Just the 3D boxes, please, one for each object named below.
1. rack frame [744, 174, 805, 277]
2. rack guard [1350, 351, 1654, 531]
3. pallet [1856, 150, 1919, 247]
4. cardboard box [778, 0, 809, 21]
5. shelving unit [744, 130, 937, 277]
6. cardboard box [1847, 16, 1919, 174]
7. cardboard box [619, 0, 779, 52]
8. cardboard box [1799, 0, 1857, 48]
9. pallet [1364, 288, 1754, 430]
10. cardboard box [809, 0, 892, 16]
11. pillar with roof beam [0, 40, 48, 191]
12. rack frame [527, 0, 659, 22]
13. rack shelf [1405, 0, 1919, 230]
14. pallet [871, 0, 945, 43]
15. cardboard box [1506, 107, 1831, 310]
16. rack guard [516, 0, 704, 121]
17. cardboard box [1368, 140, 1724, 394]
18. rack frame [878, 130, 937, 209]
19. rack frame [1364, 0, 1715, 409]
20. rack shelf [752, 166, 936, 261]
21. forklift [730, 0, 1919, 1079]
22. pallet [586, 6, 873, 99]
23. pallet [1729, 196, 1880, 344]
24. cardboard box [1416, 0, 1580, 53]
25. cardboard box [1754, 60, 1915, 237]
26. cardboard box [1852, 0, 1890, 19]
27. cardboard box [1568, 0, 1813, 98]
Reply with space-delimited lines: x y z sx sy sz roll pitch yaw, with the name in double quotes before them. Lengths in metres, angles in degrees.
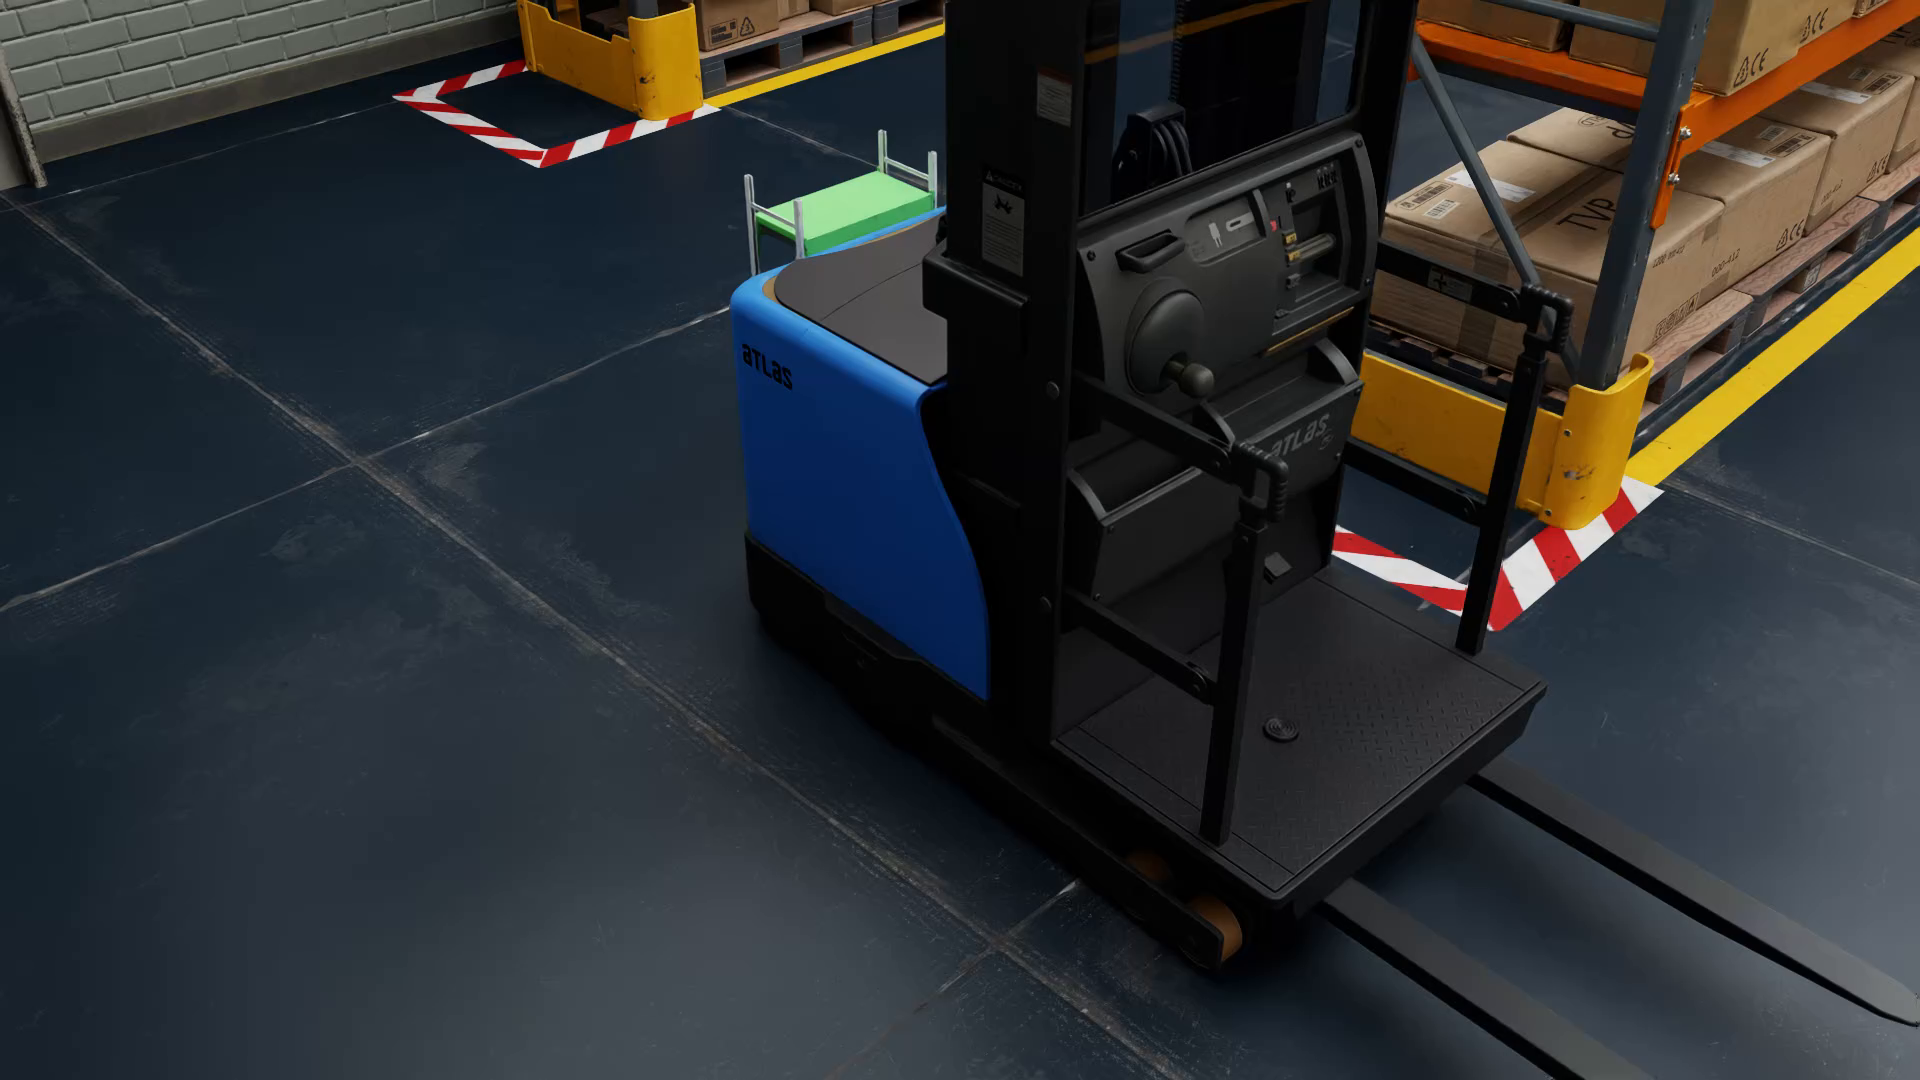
"rack frame" -0.510 -0.468 4.871 0.015 1.200 0.240 -28 44 -34
"rack guard" 1.652 -0.525 5.566 1.175 0.500 0.348 30 45 35
"pallet" 3.896 -1.763 7.593 1.003 0.211 1.213 30 45 35
"cardboard box" -1.031 -2.929 8.953 0.380 0.149 0.250 28 43 34
"shelving unit" -0.332 -0.563 5.008 0.503 1.200 0.258 -28 44 -34
"cardboard box" 3.969 -2.094 7.503 0.875 0.438 0.875 29 44 35
"cardboard box" -1.358 -2.918 8.626 0.797 0.503 0.637 28 43 34
"cardboard box" 2.547 -1.897 5.260 0.500 0.500 0.500 29 44 35
"pallet" 2.177 -0.772 6.173 1.003 0.211 1.213 30 45 35
"cardboard box" -0.728 -3.248 9.102 0.500 0.500 0.700 -28 44 -34
"pillar with roof beam" -1.341 -3.554 2.479 9.100 9.000 0.400 30 45 35
"rack frame" -1.856 -3.559 7.731 1.000 3.000 0.127 30 45 35
"rack shelf" 3.078 -2.077 6.235 1.077 0.370 4.000 30 45 35
"pallet" -0.382 -3.263 9.744 1.003 0.211 1.213 30 45 35
"cardboard box" 2.702 -1.365 6.457 0.875 0.438 0.875 -29 44 -34
"rack guard" -1.803 -2.565 8.490 1.175 0.500 0.348 30 45 35
"cardboard box" 2.063 -0.990 5.920 0.875 0.438 0.875 28 44 34
"rack frame" -0.153 -0.658 5.144 0.015 1.200 0.240 -28 44 -34
"rack frame" 1.669 -1.560 4.865 1.000 3.000 0.127 30 45 35
"rack shelf" -0.332 -0.904 4.770 0.480 0.148 0.258 -28 44 -34
"forklift" 0.747 -0.551 3.478 1.130 2.935 3.031 -28 43 -34
"pallet" -1.242 -2.770 9.038 1.003 0.211 1.213 30 45 35
"pallet" 3.036 -1.265 6.880 1.003 0.211 1.213 30 45 35
"cardboard box" 1.821 -1.904 5.270 0.500 0.500 0.500 -30 45 -35
"cardboard box" 3.338 -1.730 6.981 0.875 0.438 0.875 28 44 34
"cardboard box" 2.919 -2.096 5.546 0.500 0.500 0.500 29 44 35
"cardboard box" 2.211 -1.680 4.950 0.500 0.500 0.500 29 44 35
